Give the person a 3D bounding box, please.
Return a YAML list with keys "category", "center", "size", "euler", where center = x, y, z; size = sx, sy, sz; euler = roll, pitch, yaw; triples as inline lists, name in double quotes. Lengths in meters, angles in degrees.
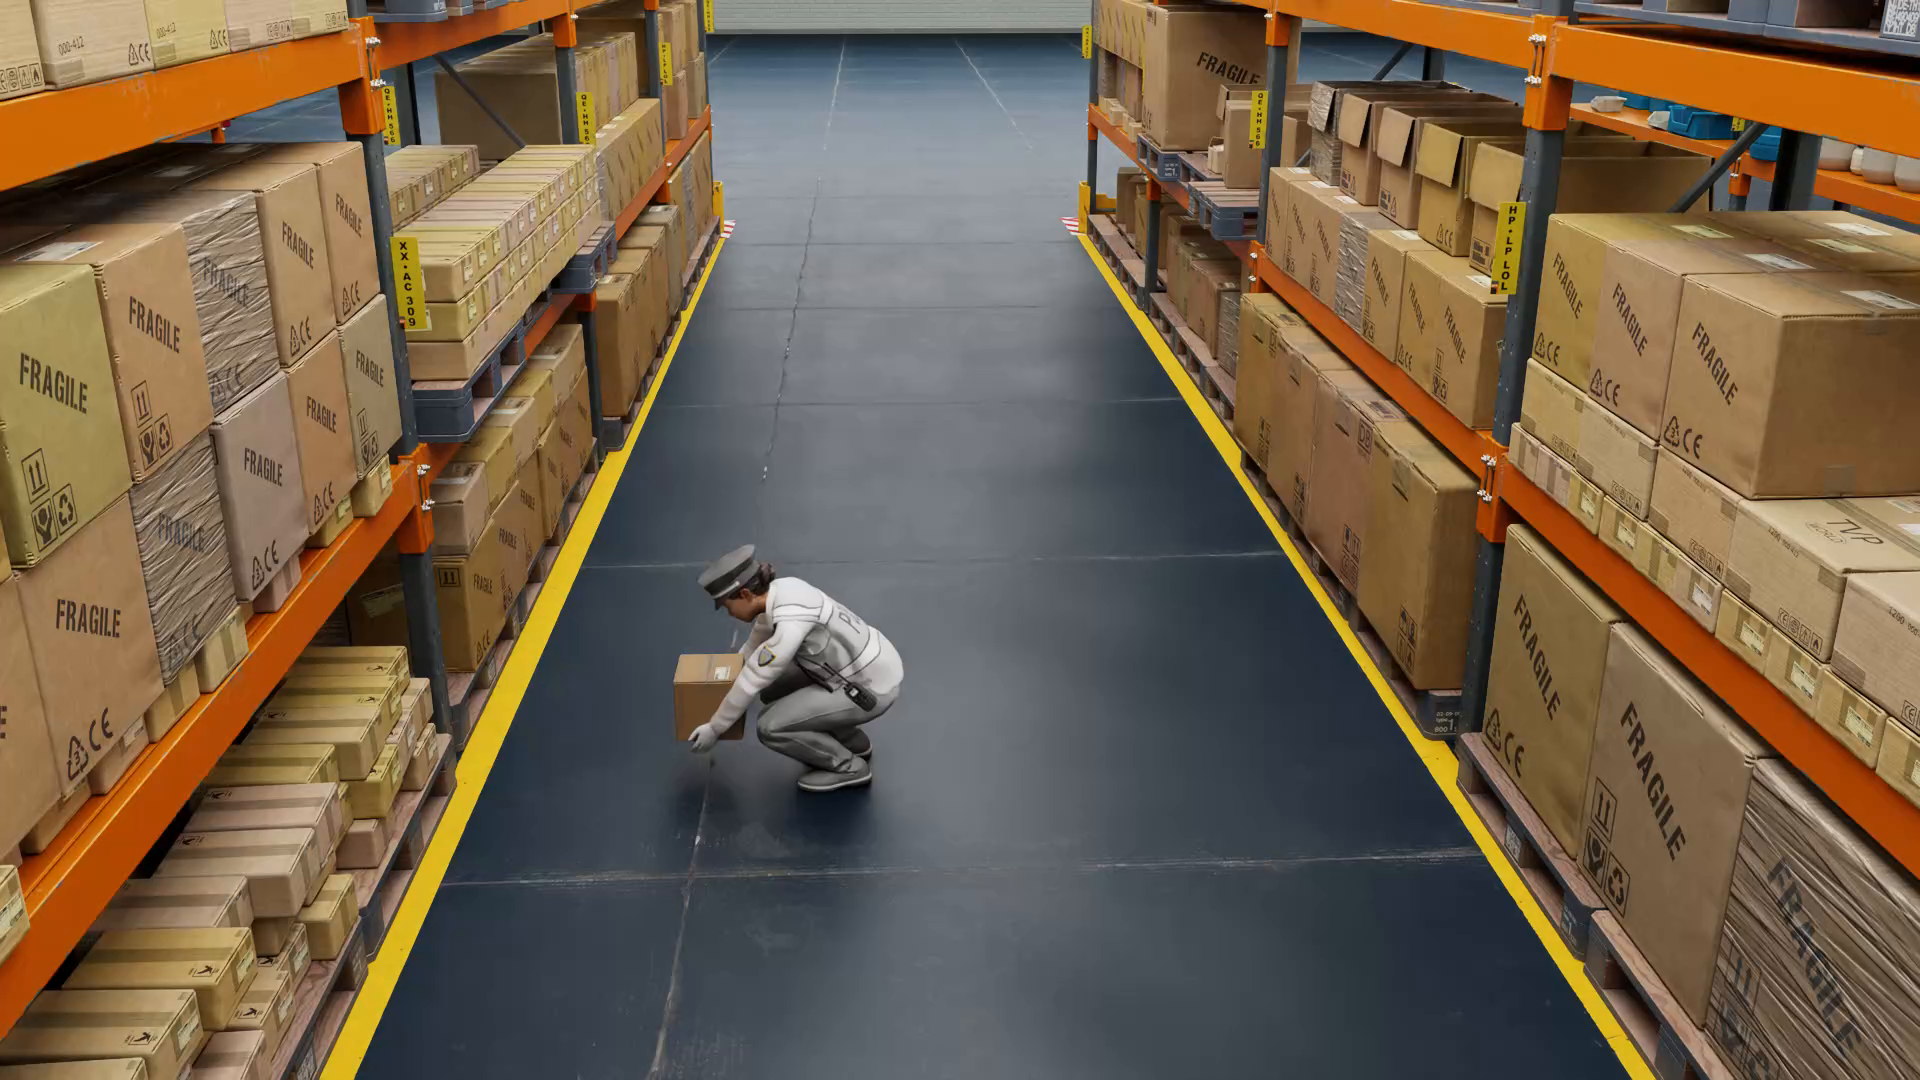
- category: "person"
  center: [-0.629, 0.460, 6.368]
  size: [0.822, 0.964, 0.503]
  euler: [-1, 21, -3]
